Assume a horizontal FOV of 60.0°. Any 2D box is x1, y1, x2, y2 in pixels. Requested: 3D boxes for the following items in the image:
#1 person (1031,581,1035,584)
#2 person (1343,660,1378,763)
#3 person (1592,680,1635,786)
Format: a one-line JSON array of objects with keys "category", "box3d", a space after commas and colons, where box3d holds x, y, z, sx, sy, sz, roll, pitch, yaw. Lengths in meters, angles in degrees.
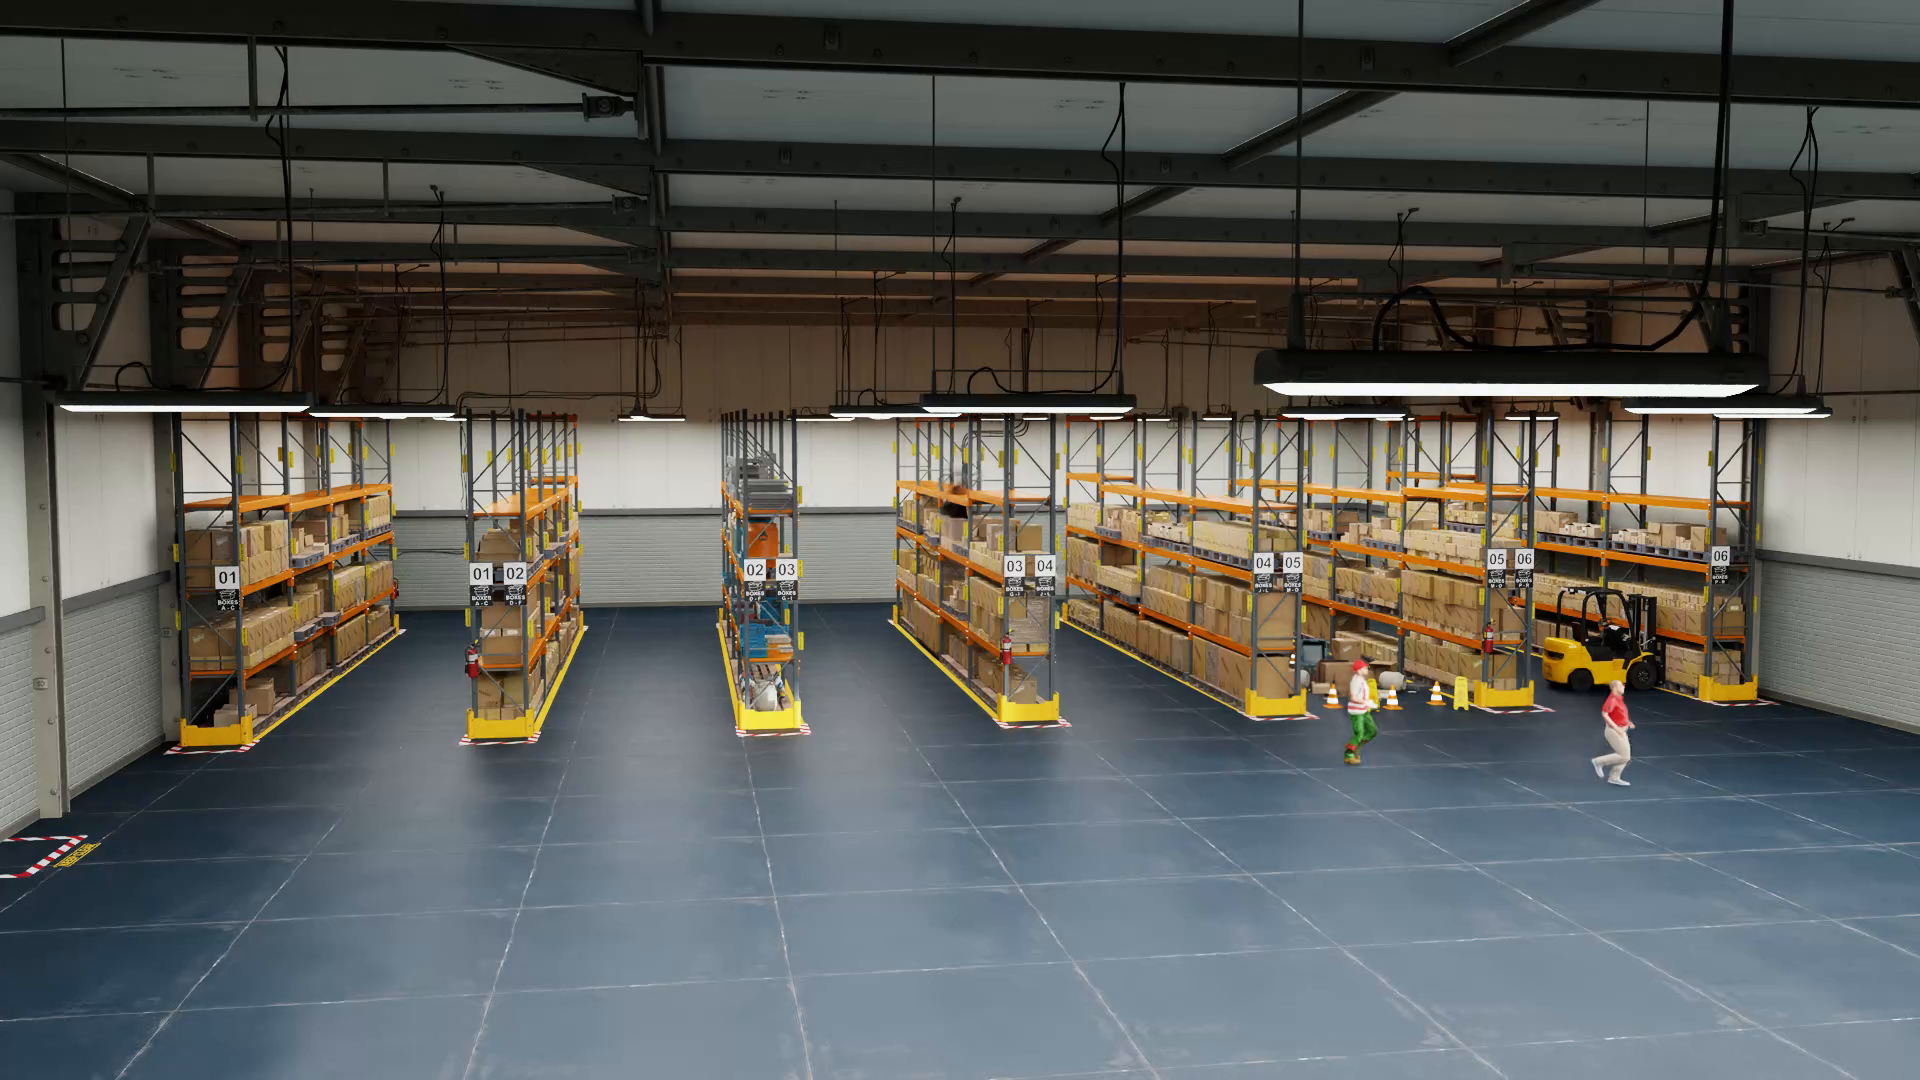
[{"category": "person", "box3d": [2.132, 1.543, 48.985, 0.564, 1.525, 0.494, 4, 6, 44]}, {"category": "person", "box3d": [6.743, 2.887, 27.901, 0.609, 1.744, 0.651, 2, 5, 29]}, {"category": "person", "box3d": [10.371, 3.083, 26.382, 0.599, 1.618, 0.670, 2, 4, 27]}]
